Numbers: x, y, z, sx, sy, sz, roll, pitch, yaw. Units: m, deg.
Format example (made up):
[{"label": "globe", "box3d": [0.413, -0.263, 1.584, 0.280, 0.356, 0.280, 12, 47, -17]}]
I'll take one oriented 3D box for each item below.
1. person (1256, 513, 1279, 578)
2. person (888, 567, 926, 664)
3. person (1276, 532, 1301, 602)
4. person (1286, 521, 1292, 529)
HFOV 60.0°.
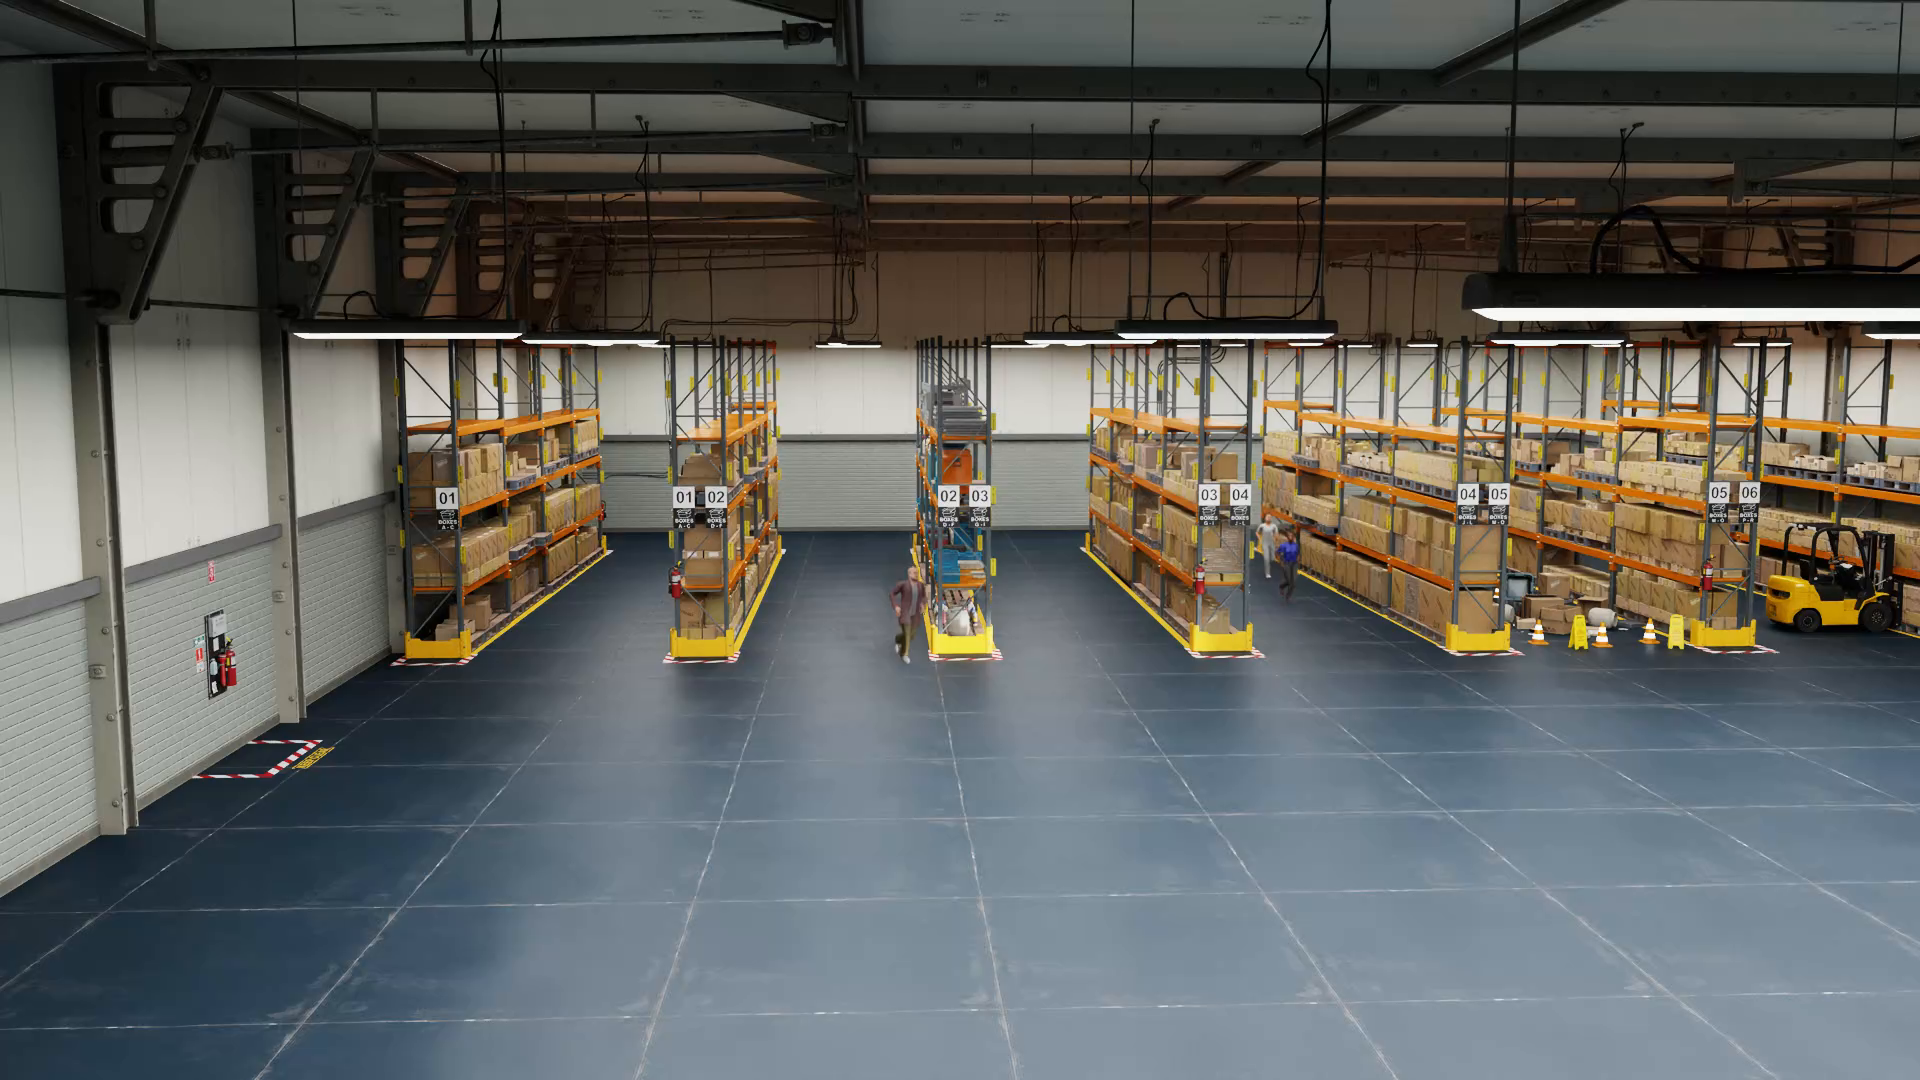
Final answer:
[{"label": "person", "box3d": [7.791, 0.125, 42.165, 0.572, 1.628, 0.752, 0, 6, -1]}, {"label": "person", "box3d": [-0.953, 1.372, 30.922, 0.763, 1.740, 0.796, -4, 7, -29]}, {"label": "person", "box3d": [7.539, 0.623, 38.008, 0.575, 1.600, 0.559, -2, 7, -14]}, {"label": "person", "box3d": [9.815, -0.587, 49.182, 0.524, 1.476, 0.666, 4, 7, 29]}]
